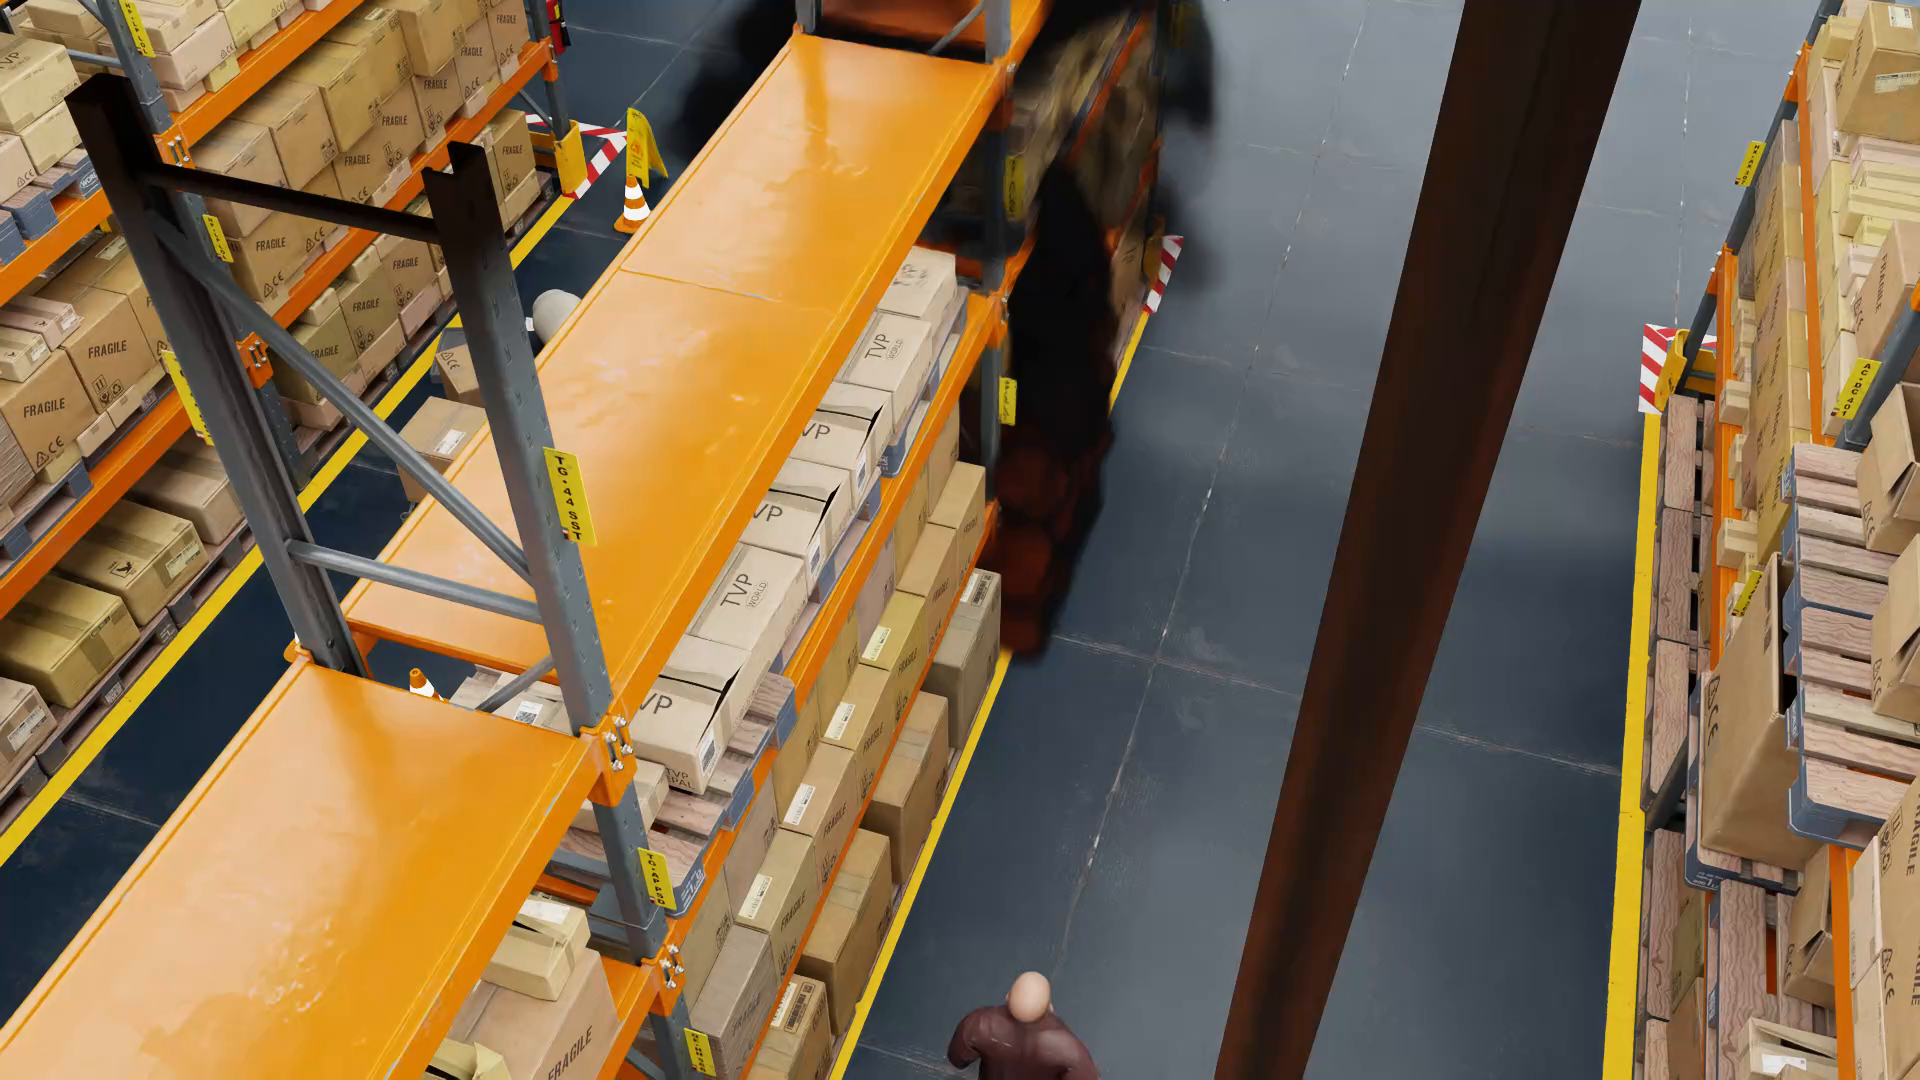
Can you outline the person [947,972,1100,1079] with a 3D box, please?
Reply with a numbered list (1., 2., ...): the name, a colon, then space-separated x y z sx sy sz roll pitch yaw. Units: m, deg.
1. person: 0.306 2.409 7.288 0.713 1.739 0.637 9 46 9
